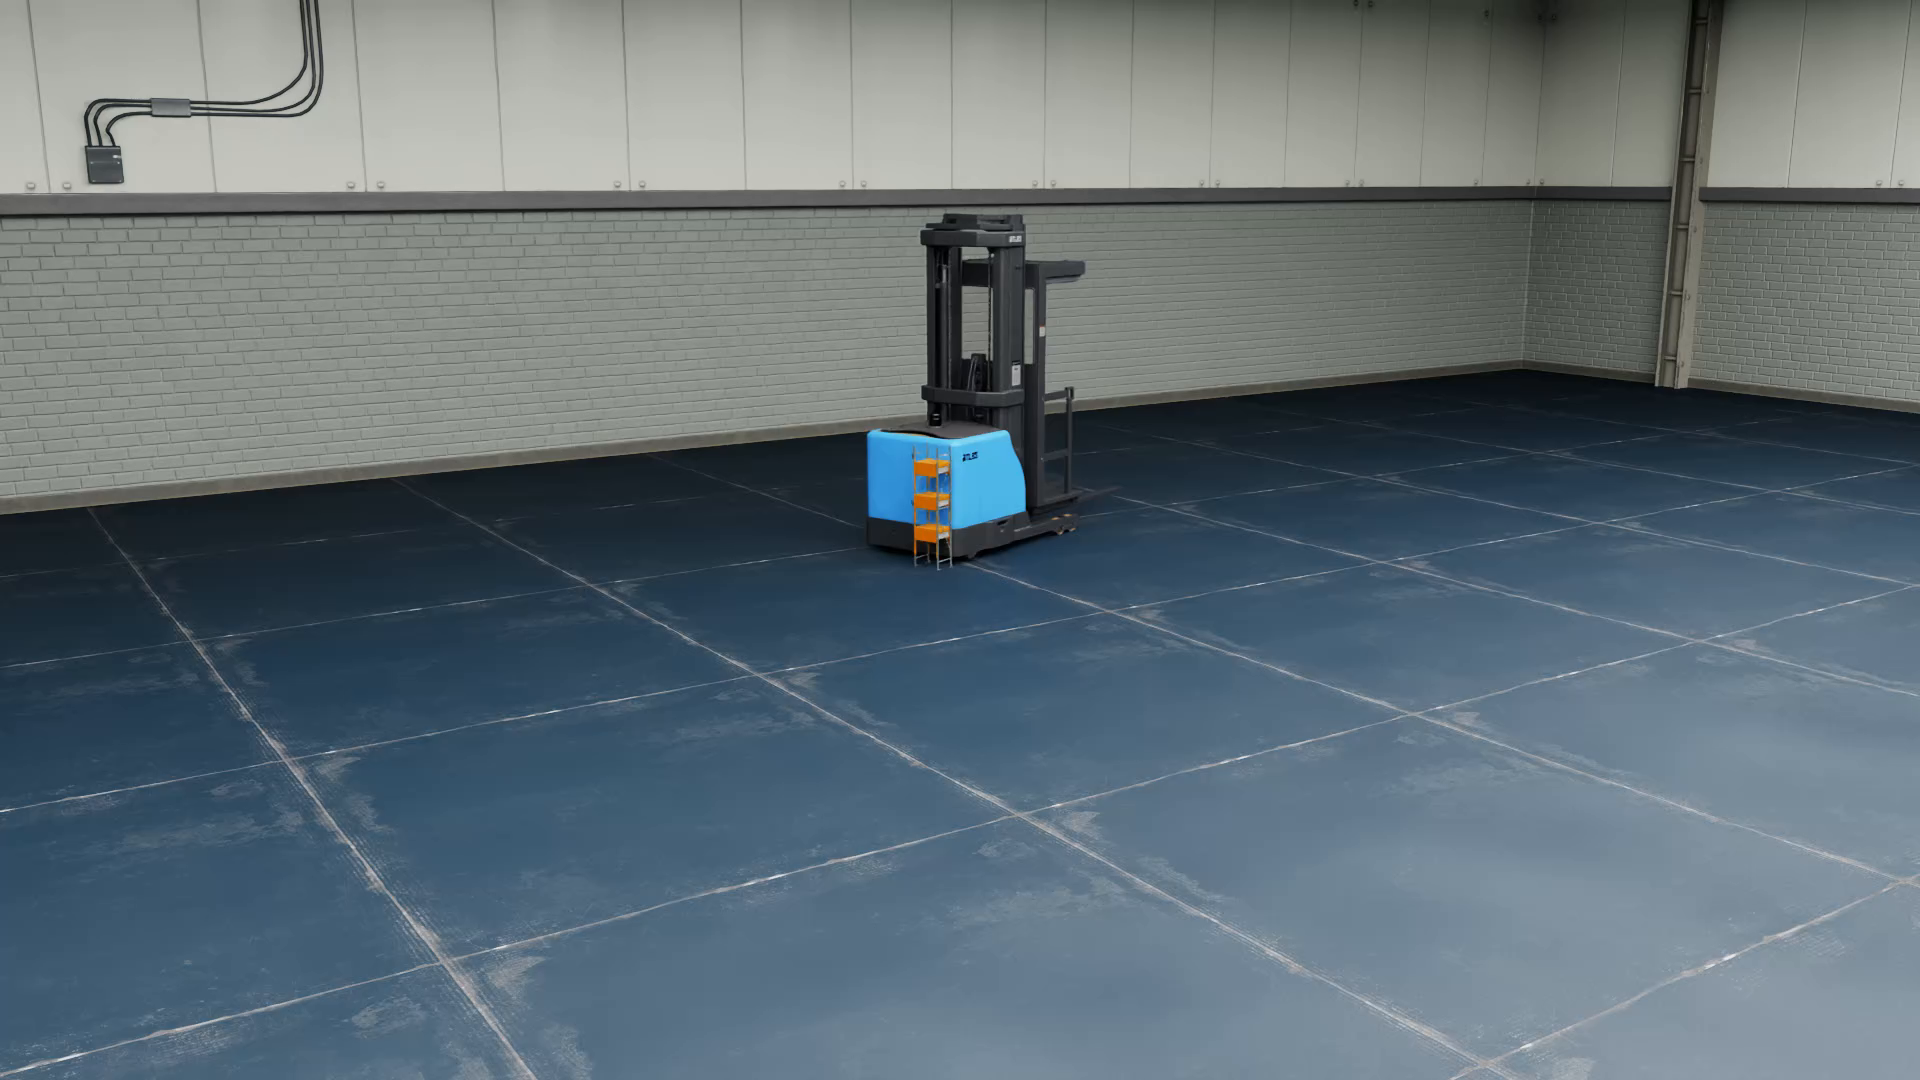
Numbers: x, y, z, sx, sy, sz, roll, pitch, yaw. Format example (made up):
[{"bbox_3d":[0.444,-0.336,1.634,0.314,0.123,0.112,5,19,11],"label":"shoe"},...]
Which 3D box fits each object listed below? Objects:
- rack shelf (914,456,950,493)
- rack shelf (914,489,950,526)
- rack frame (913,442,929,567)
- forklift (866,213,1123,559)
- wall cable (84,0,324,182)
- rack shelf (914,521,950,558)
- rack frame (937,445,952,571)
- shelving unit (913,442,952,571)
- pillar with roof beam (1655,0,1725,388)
[{"bbox_3d":[-0.232,-0.554,14.048,0.240,0.259,0.215,9,15,35],"label":"rack shelf"},{"bbox_3d":[-0.232,-0.277,14.108,0.240,0.259,0.215,9,15,35],"label":"rack shelf"},{"bbox_3d":[-0.331,-0.303,14.177,0.008,1.050,0.200,9,15,35],"label":"rack frame"},{"bbox_3d":[0.456,-1.533,15.399,1.130,2.935,3.031,9,15,36],"label":"forklift"},{"bbox_3d":[-7.555,-6.565,16.247,2.305,6.003,0.169,-8,15,-33],"label":"wall cable"},{"bbox_3d":[-0.232,-0.005,14.168,0.240,0.259,0.215,9,15,35],"label":"rack shelf"},{"bbox_3d":[-0.134,-0.272,14.036,0.008,1.050,0.200,9,15,35],"label":"rack frame"},{"bbox_3d":[-0.232,-0.287,14.106,0.252,1.050,0.215,9,15,35],"label":"shelving unit"},{"bbox_3d":[7.704,-6.321,23.092,9.100,9.000,0.400,-8,15,-33],"label":"pillar with roof beam"}]
